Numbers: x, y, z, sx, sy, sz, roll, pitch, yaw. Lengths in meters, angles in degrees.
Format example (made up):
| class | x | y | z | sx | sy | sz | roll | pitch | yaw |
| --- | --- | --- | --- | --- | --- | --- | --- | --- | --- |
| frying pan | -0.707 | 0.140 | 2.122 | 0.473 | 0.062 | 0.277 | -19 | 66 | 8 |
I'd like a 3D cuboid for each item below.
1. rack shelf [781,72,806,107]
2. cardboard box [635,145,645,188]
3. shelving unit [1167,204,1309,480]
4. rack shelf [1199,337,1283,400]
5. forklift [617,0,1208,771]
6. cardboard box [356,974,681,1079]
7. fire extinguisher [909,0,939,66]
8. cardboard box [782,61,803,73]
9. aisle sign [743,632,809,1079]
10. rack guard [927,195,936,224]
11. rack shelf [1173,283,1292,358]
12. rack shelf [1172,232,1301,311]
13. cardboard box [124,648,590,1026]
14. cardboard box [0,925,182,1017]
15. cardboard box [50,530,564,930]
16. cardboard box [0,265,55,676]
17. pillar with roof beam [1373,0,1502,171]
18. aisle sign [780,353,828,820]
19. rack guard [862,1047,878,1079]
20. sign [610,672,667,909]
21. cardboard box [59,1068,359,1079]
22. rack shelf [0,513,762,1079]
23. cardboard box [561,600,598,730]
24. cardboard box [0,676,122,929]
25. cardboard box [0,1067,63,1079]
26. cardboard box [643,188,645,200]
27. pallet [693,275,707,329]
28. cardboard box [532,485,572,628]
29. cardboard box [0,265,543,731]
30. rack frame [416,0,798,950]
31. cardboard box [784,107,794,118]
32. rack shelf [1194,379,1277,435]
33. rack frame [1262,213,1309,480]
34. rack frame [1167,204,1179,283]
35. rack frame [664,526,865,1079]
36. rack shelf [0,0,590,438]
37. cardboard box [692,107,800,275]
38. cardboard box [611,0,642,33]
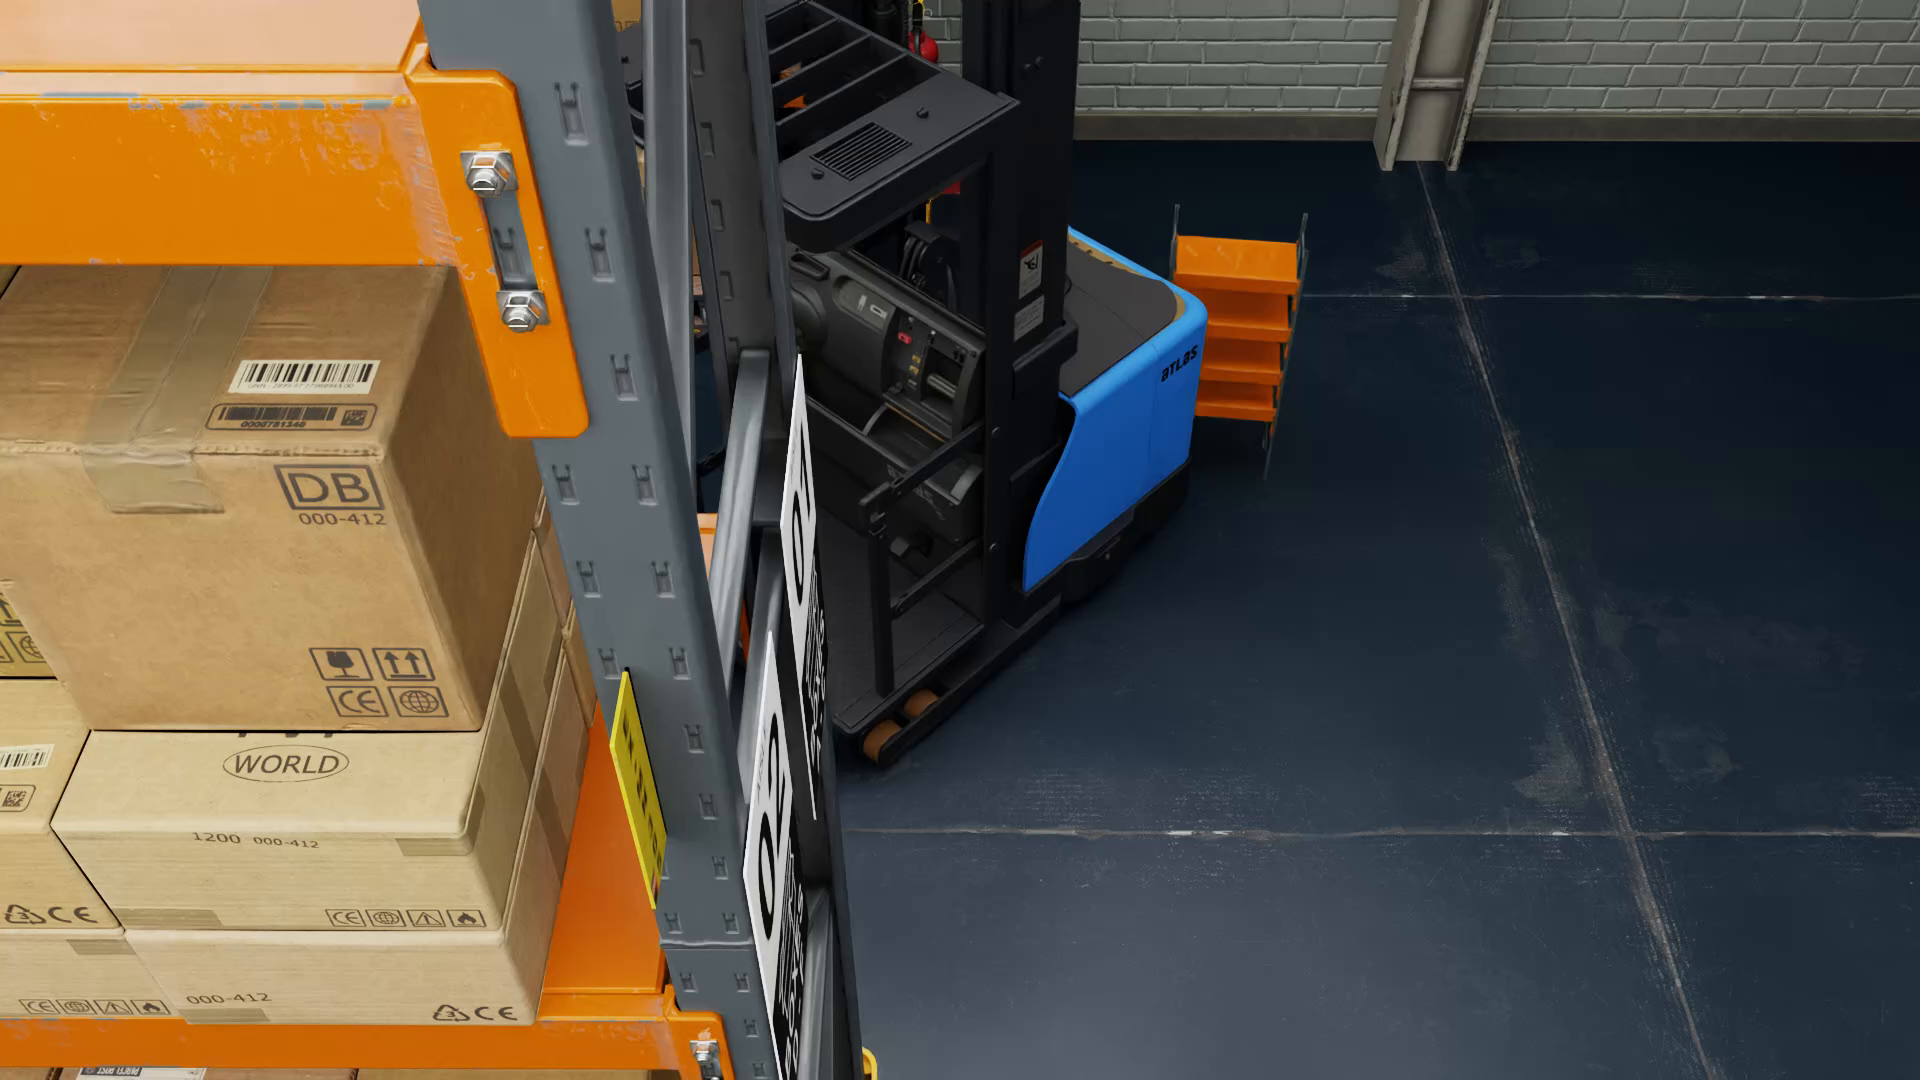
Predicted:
| class | x | y | z | sx | sy | sz | roll | pitch | yaw |
| --- | --- | --- | --- | --- | --- | --- | --- | --- | --- |
| rack shelf | -2.321 | -2.183 | 7.305 | 4.000 | 0.370 | 1.077 | 0 | 47 | 0 |
| cardboard box | -1.406 | -1.731 | 7.370 | 0.250 | 0.149 | 0.380 | 1 | 47 | 1 |
| shelving unit | 1.065 | -0.773 | 6.731 | 0.503 | 1.200 | 0.258 | 5 | 47 | 4 |
| rack shelf | 1.065 | -0.727 | 6.780 | 0.480 | 0.148 | 0.258 | 5 | 47 | 4 |
| forklift | -0.438 | -0.609 | 5.395 | 1.130 | 2.935 | 3.031 | 35 | 56 | 28 |
| cardboard box | -0.782 | 1.029 | 3.073 | 0.500 | 0.500 | 0.500 | 0 | 47 | 0 |
| fire extinguisher | -0.172 | -1.931 | 6.887 | 0.183 | 0.674 | 0.296 | 0 | 47 | 0 |
| cardboard box | -0.831 | -2.519 | 6.921 | 0.700 | 0.700 | 0.980 | 2 | 47 | 2 |
| aisle sign | -0.268 | 0.542 | 2.501 | 0.004 | 0.787 | 0.394 | 0 | 47 | 0 |
| rack guard | -0.297 | -1.571 | 7.951 | 0.348 | 0.500 | 1.175 | 0 | 47 | 0 |
| rack shelf | 1.065 | -0.880 | 6.616 | 0.480 | 0.148 | 0.258 | 5 | 47 | 4 |
| rack shelf | 1.065 | -1.041 | 6.443 | 0.480 | 0.148 | 0.258 | 5 | 47 | 4 |
| cardboard box | -0.850 | 0.424 | 2.440 | 0.500 | 0.250 | 0.500 | 0 | 47 | 0 |
| cardboard box | -1.350 | 0.415 | 2.449 | 0.500 | 0.250 | 0.500 | 0 | 47 | 0 |
| cardboard box | -0.850 | 0.247 | 2.263 | 0.500 | 0.250 | 0.500 | 0 | 47 | 0 |
| cardboard box | -1.349 | -0.246 | 2.210 | 0.500 | 0.500 | 0.700 | 0 | 47 | 0 |
| pillar with roof beam | 2.366 | -1.941 | 2.490 | 0.400 | 9.000 | 9.100 | 0 | 47 | 0 |
| aisle sign | -0.266 | 0.103 | 2.910 | 0.004 | 0.787 | 0.394 | 0 | 47 | 0 |
| rack guard | -0.412 | 2.055 | 4.577 | 0.348 | 0.500 | 1.175 | 0 | 47 | 0 |
| sign | -0.358 | 0.286 | 1.861 | 0.005 | 0.325 | 0.100 | 0 | 47 | 0 |
| cardboard box | -1.287 | 1.028 | 3.073 | 0.500 | 0.500 | 0.500 | 1 | 47 | 1 |
| rack shelf | -2.336 | 0.421 | 2.832 | 4.000 | 0.370 | 1.077 | 0 | 47 | 0 |
| cardboard box | -0.848 | 0.045 | 2.793 | 0.500 | 0.250 | 0.500 | 0 | 47 | 0 |
| cardboard box | -1.350 | 0.246 | 2.264 | 0.500 | 0.250 | 0.500 | 0 | 47 | 0 |
| cardboard box | -1.805 | 1.030 | 3.071 | 0.500 | 0.500 | 0.500 | 1 | 47 | 1 |
| cardboard box | -1.522 | -1.644 | 7.733 | 0.500 | 0.500 | 0.700 | 0 | 47 | 0 |
| pallet | -1.121 | -1.417 | 8.006 | 1.213 | 0.211 | 1.003 | 0 | 47 | 0 |
| cardboard box | -0.848 | -0.130 | 2.614 | 0.500 | 0.250 | 0.500 | 0 | 47 | 0 |
| cardboard box | -0.849 | -0.183 | 2.151 | 0.500 | 0.500 | 0.700 | 0 | 47 | 0 |
| rack frame | -0.336 | -0.841 | 1.466 | 0.127 | 3.000 | 1.000 | 0 | 47 | 0 |
| cardboard box | -0.895 | -2.010 | 7.630 | 0.250 | 0.149 | 0.380 | 0 | 47 | 0 |
| rack shelf | 1.065 | -0.592 | 6.925 | 0.480 | 0.148 | 0.258 | 5 | 47 | 4 |
| rack frame | 1.307 | -0.753 | 6.712 | 0.015 | 1.200 | 0.240 | 5 | 47 | 4 |
| rack frame | 0.822 | -0.793 | 6.750 | 0.015 | 1.200 | 0.240 | 5 | 47 | 4 |
| rack frame | -0.336 | 1.203 | 3.661 | 0.127 | 3.000 | 1.000 | 0 | 47 | 0 |
| rack shelf | -2.336 | -0.600 | 1.735 | 4.000 | 0.370 | 1.077 | 0 | 47 | 0 |
| cardboard box | -1.021 | -1.643 | 7.731 | 0.500 | 0.500 | 0.700 | 0 | 47 | 0 |
| cardboard box | -1.558 | -2.513 | 6.915 | 0.700 | 0.700 | 0.980 | 0 | 47 | 0 |
